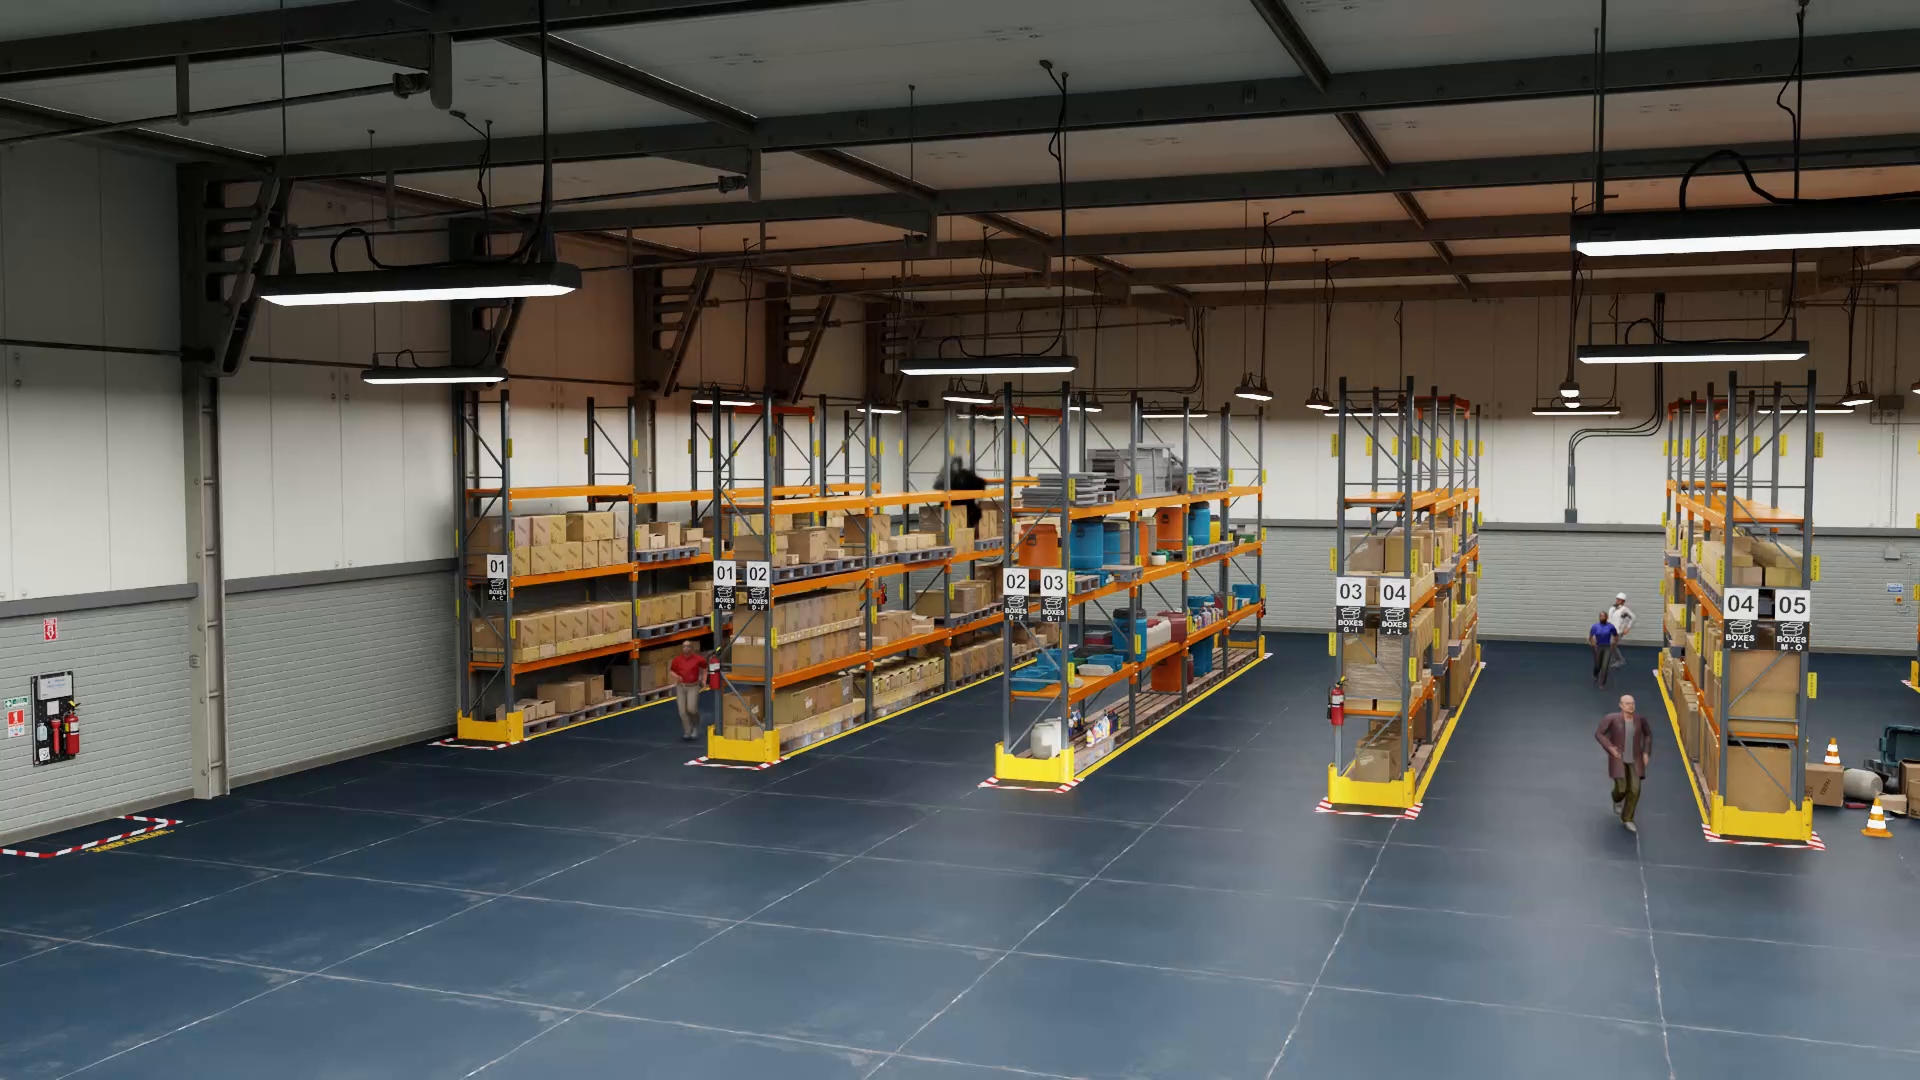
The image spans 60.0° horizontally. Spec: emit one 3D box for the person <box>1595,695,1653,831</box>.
[{"bbox_3d":[8.823,2.931,22.073,0.748,1.765,0.707,0,3,7],"label":"person"}]

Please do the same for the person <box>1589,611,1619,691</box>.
[{"bbox_3d":[13.405,2.299,34.618,0.583,1.641,0.684,1,3,23],"label":"person"}]

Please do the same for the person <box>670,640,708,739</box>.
[{"bbox_3d":[-4.668,2.573,28.541,0.646,1.697,0.655,0,3,3],"label":"person"}]

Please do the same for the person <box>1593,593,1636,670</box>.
[{"bbox_3d":[14.675,2.064,37.330,0.873,1.763,0.699,-1,3,-14],"label":"person"}]
